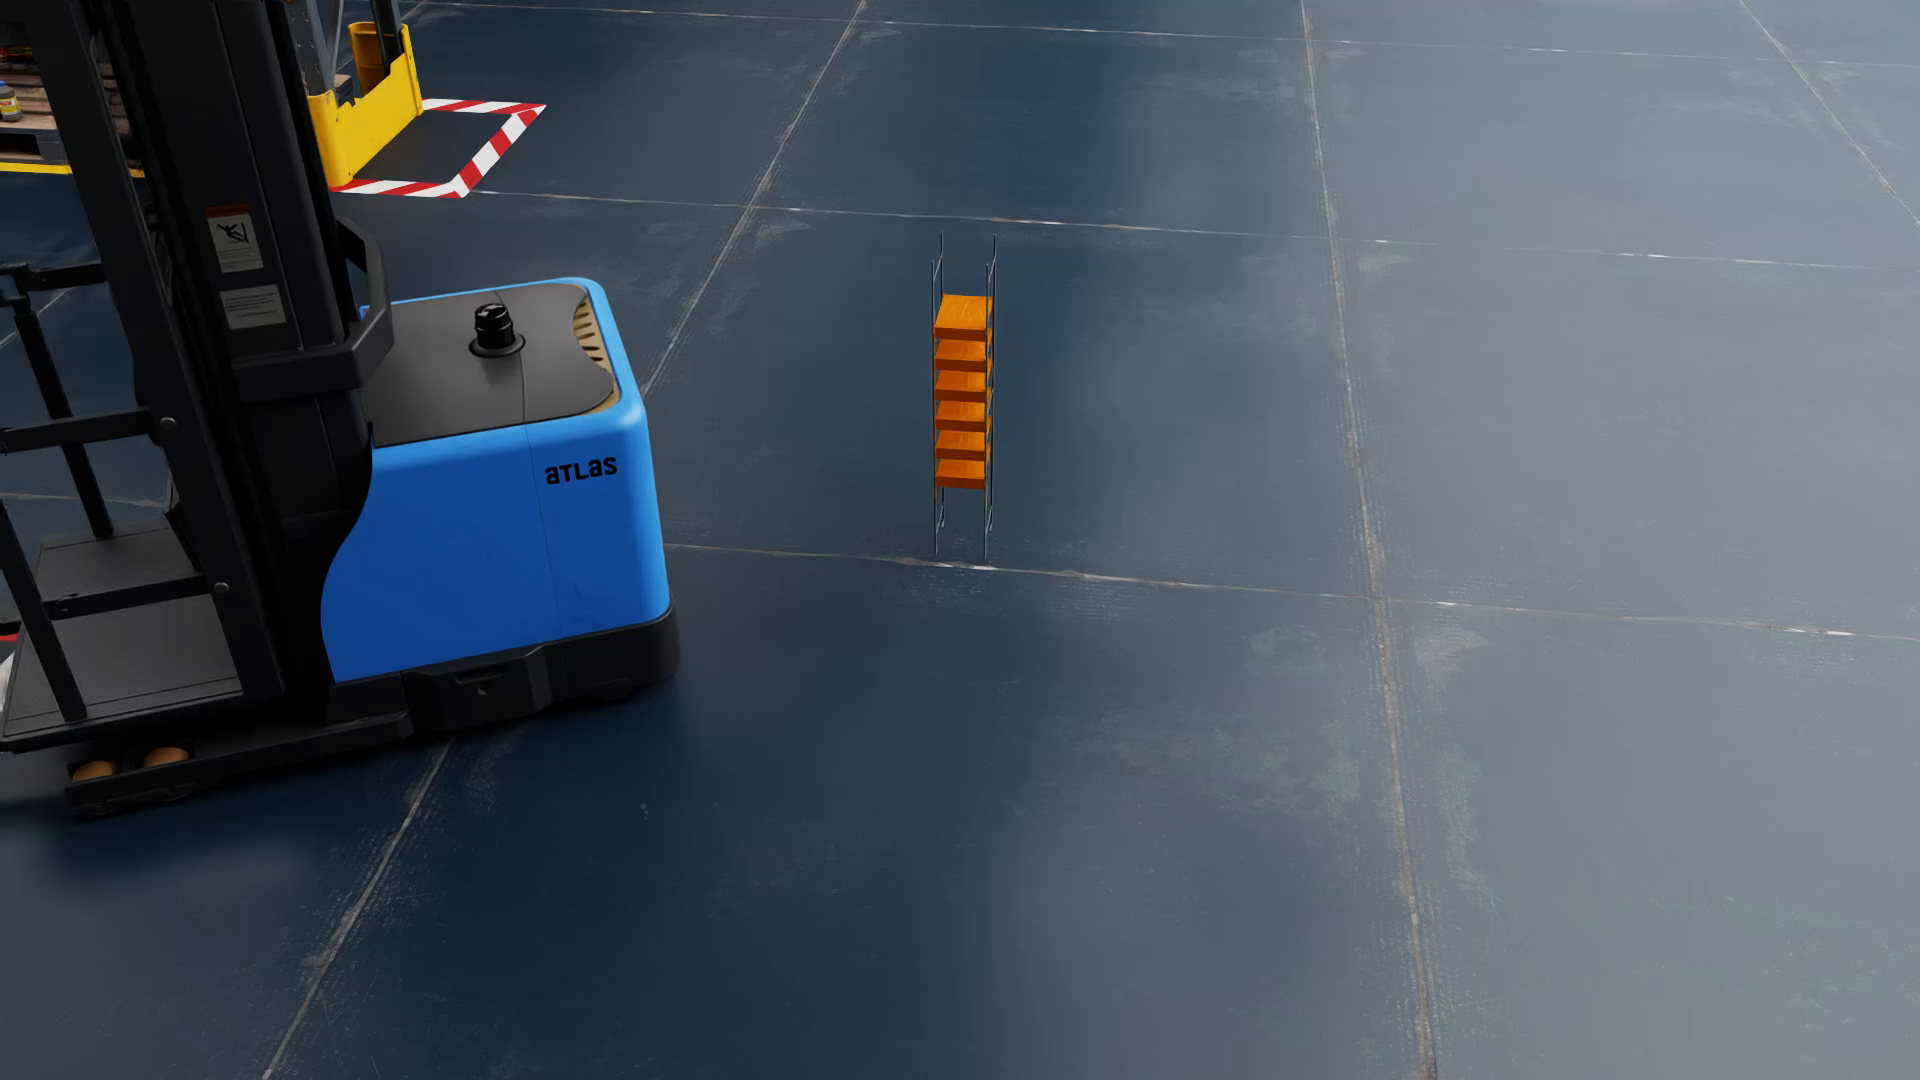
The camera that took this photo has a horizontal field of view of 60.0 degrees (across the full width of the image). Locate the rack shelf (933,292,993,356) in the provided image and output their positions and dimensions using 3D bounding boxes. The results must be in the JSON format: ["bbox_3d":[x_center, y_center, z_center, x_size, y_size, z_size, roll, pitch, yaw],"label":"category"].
[{"bbox_3d":[0.014,-0.744,5.717,0.180,0.103,0.258,4,36,6],"label":"rack shelf"}]

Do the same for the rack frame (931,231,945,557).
[{"bbox_3d":[-0.076,-0.494,5.909,0.006,1.200,0.240,4,36,6],"label":"rack frame"}]

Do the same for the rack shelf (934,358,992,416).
[{"bbox_3d":[0.014,-0.549,5.856,0.180,0.103,0.258,4,36,6],"label":"rack shelf"}]

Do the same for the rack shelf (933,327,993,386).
[{"bbox_3d":[0.014,-0.646,5.786,0.180,0.103,0.258,4,36,6],"label":"rack shelf"}]

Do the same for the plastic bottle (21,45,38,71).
[{"bbox_3d":[-5.411,-2.879,9.672,0.097,0.271,0.097,0,36,0],"label":"plastic bottle"}]

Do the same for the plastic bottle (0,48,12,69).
[{"bbox_3d":[-5.608,-2.865,9.713,0.097,0.201,0.097,0,36,0],"label":"plastic bottle"}]

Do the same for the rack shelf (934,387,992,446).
[{"bbox_3d":[0.014,-0.451,5.926,0.180,0.103,0.258,4,36,6],"label":"rack shelf"}]

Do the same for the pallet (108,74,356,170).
[{"bbox_3d":[-4.199,-2.378,9.400,1.213,0.211,1.003,4,36,6],"label":"pallet"}]

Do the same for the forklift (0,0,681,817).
[{"bbox_3d":[-2.507,-0.699,4.707,3.031,2.935,1.130,-11,37,-15],"label":"forklift"}]

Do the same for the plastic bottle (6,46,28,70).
[{"bbox_3d":[-5.510,-2.886,9.682,0.097,0.271,0.097,0,36,0],"label":"plastic bottle"}]

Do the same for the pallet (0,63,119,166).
[{"bbox_3d":[-5.405,-2.470,9.529,1.213,0.211,1.003,4,36,6],"label":"pallet"}]

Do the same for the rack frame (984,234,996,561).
[{"bbox_3d":[0.105,-0.481,5.890,0.006,1.200,0.240,4,36,6],"label":"rack frame"}]

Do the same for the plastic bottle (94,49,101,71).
[{"bbox_3d":[-5.071,-2.854,9.636,0.097,0.271,0.097,0,36,0],"label":"plastic bottle"}]

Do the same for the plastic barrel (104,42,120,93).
[{"bbox_3d":[-4.472,-2.671,9.191,0.421,0.512,0.421,0,36,0],"label":"plastic barrel"}]

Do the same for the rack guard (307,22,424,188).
[{"bbox_3d":[-3.393,-2.432,9.228,0.348,0.500,1.175,4,36,6],"label":"rack guard"}]

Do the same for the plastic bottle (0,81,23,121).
[{"bbox_3d":[-5.190,-2.395,9.053,0.097,0.201,0.097,0,36,0],"label":"plastic bottle"}]

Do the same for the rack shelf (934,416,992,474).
[{"bbox_3d":[0.014,-0.353,5.995,0.180,0.103,0.258,4,36,6],"label":"rack shelf"}]

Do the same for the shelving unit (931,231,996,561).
[{"bbox_3d":[0.014,-0.487,5.900,0.189,1.200,0.258,4,36,6],"label":"shelving unit"}]

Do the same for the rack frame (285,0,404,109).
[{"bbox_3d":[-3.312,-3.471,8.532,0.127,3.000,1.000,4,36,6],"label":"rack frame"}]

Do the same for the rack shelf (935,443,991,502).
[{"bbox_3d":[0.014,-0.256,6.065,0.180,0.103,0.258,4,36,6],"label":"rack shelf"}]

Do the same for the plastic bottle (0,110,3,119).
[{"bbox_3d":[-5.308,-2.426,9.027,0.133,0.283,0.061,5,36,7],"label":"plastic bottle"}]
